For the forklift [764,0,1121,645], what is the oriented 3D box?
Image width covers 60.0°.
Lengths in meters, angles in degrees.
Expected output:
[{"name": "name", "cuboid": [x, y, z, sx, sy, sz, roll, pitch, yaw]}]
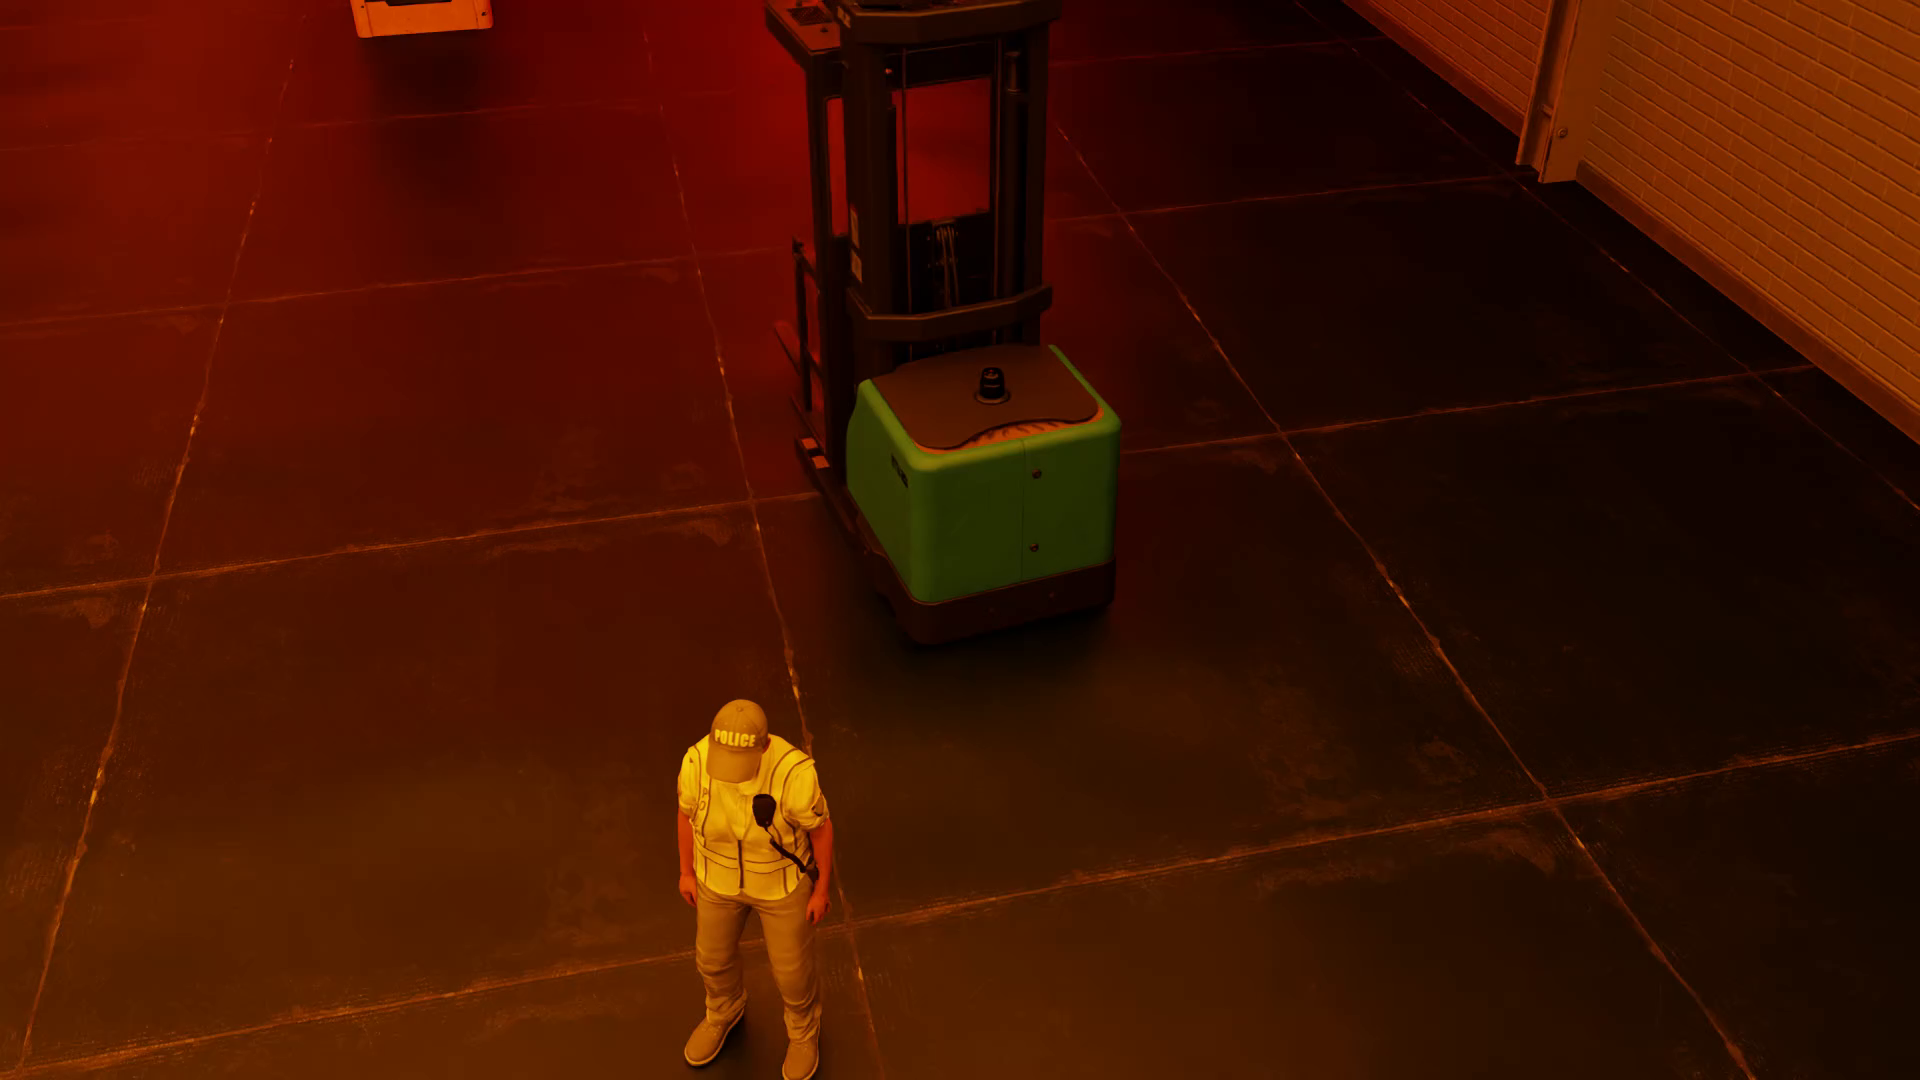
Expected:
[{"name": "forklift", "cuboid": [-0.259, -1.558, 8.216, 1.130, 2.935, 3.031, -13, 38, -17]}]

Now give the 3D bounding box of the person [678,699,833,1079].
[{"name": "person", "cuboid": [-0.699, 1.145, 5.546, 0.556, 1.665, 0.467, 6, 36, 9]}]
